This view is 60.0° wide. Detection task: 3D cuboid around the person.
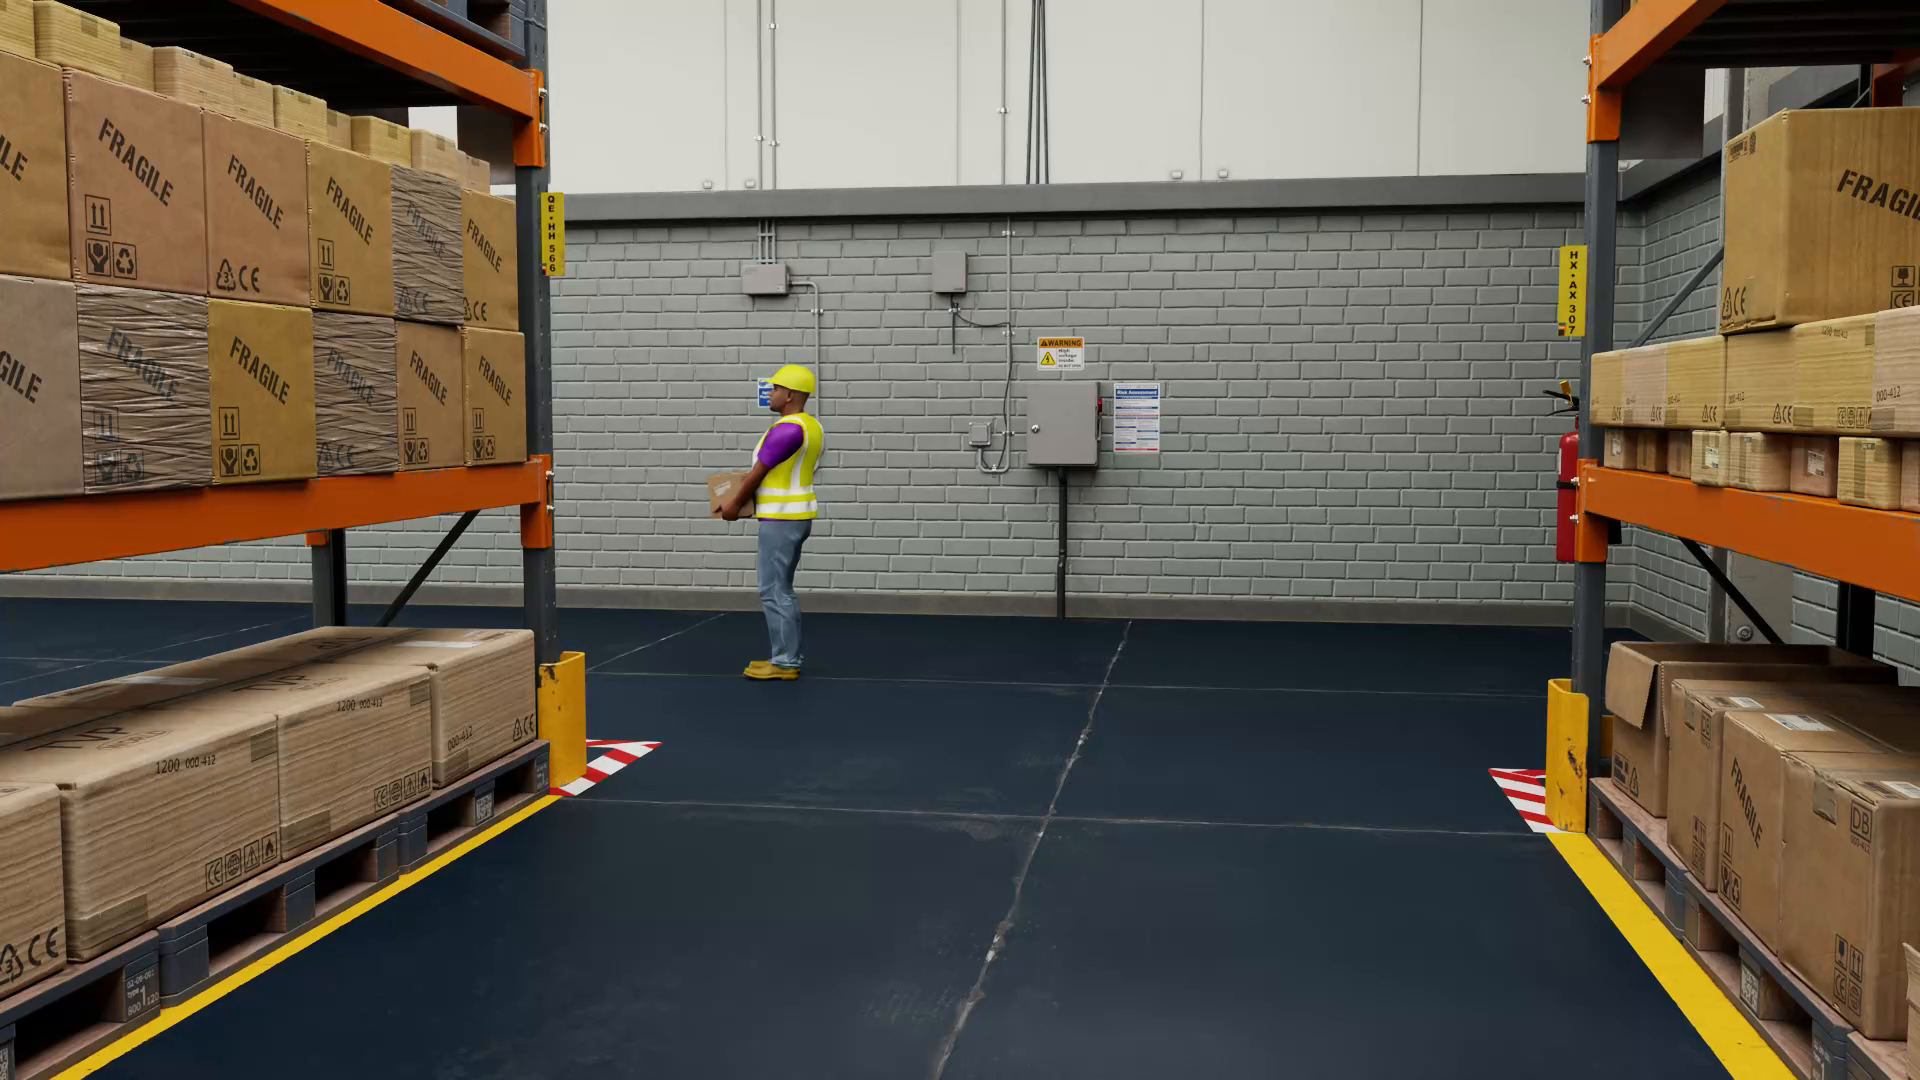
[{"bbox_3d":[-1.082,-0.105,9.381,0.577,1.760,0.503,1,4,9],"label":"person"}]
